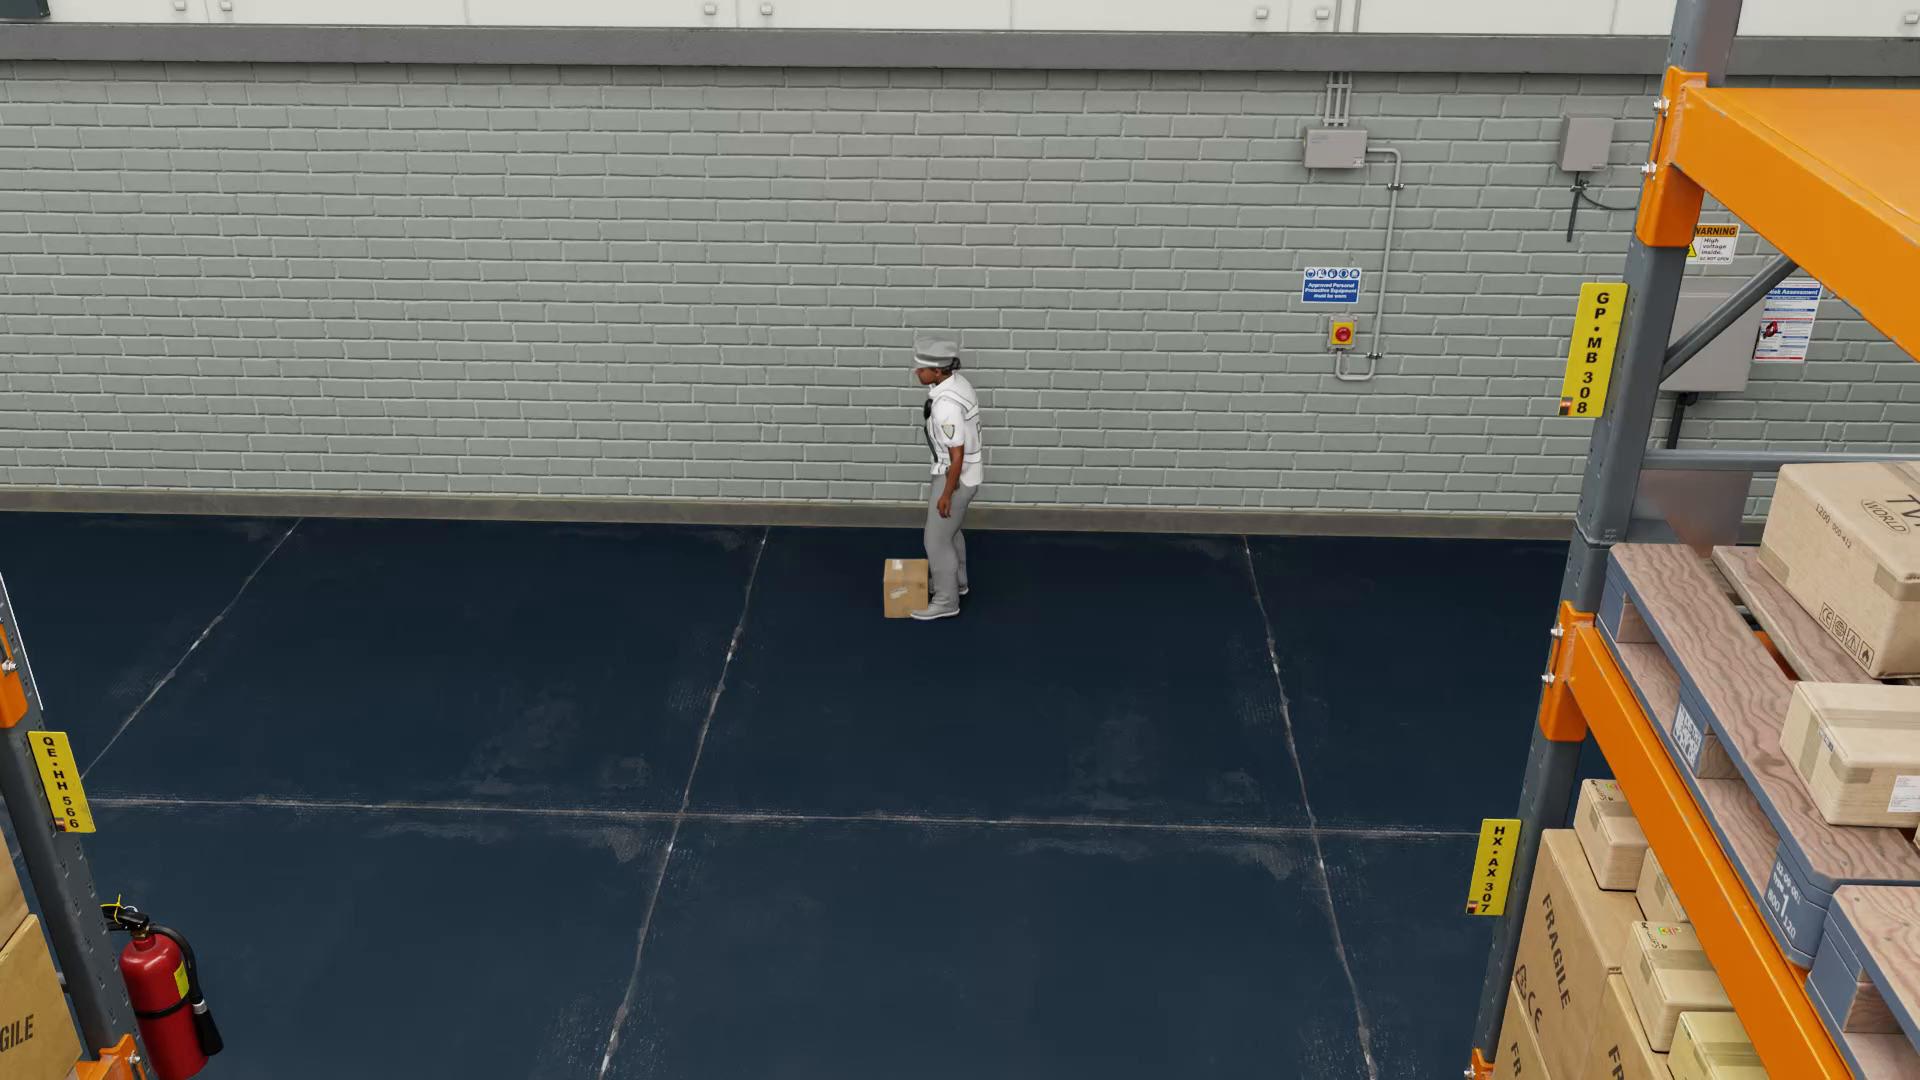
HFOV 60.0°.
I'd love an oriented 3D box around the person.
[{"bbox_3d":[-0.085,-0.344,9.268,0.426,1.656,0.513,0,28,0],"label":"person"}]
